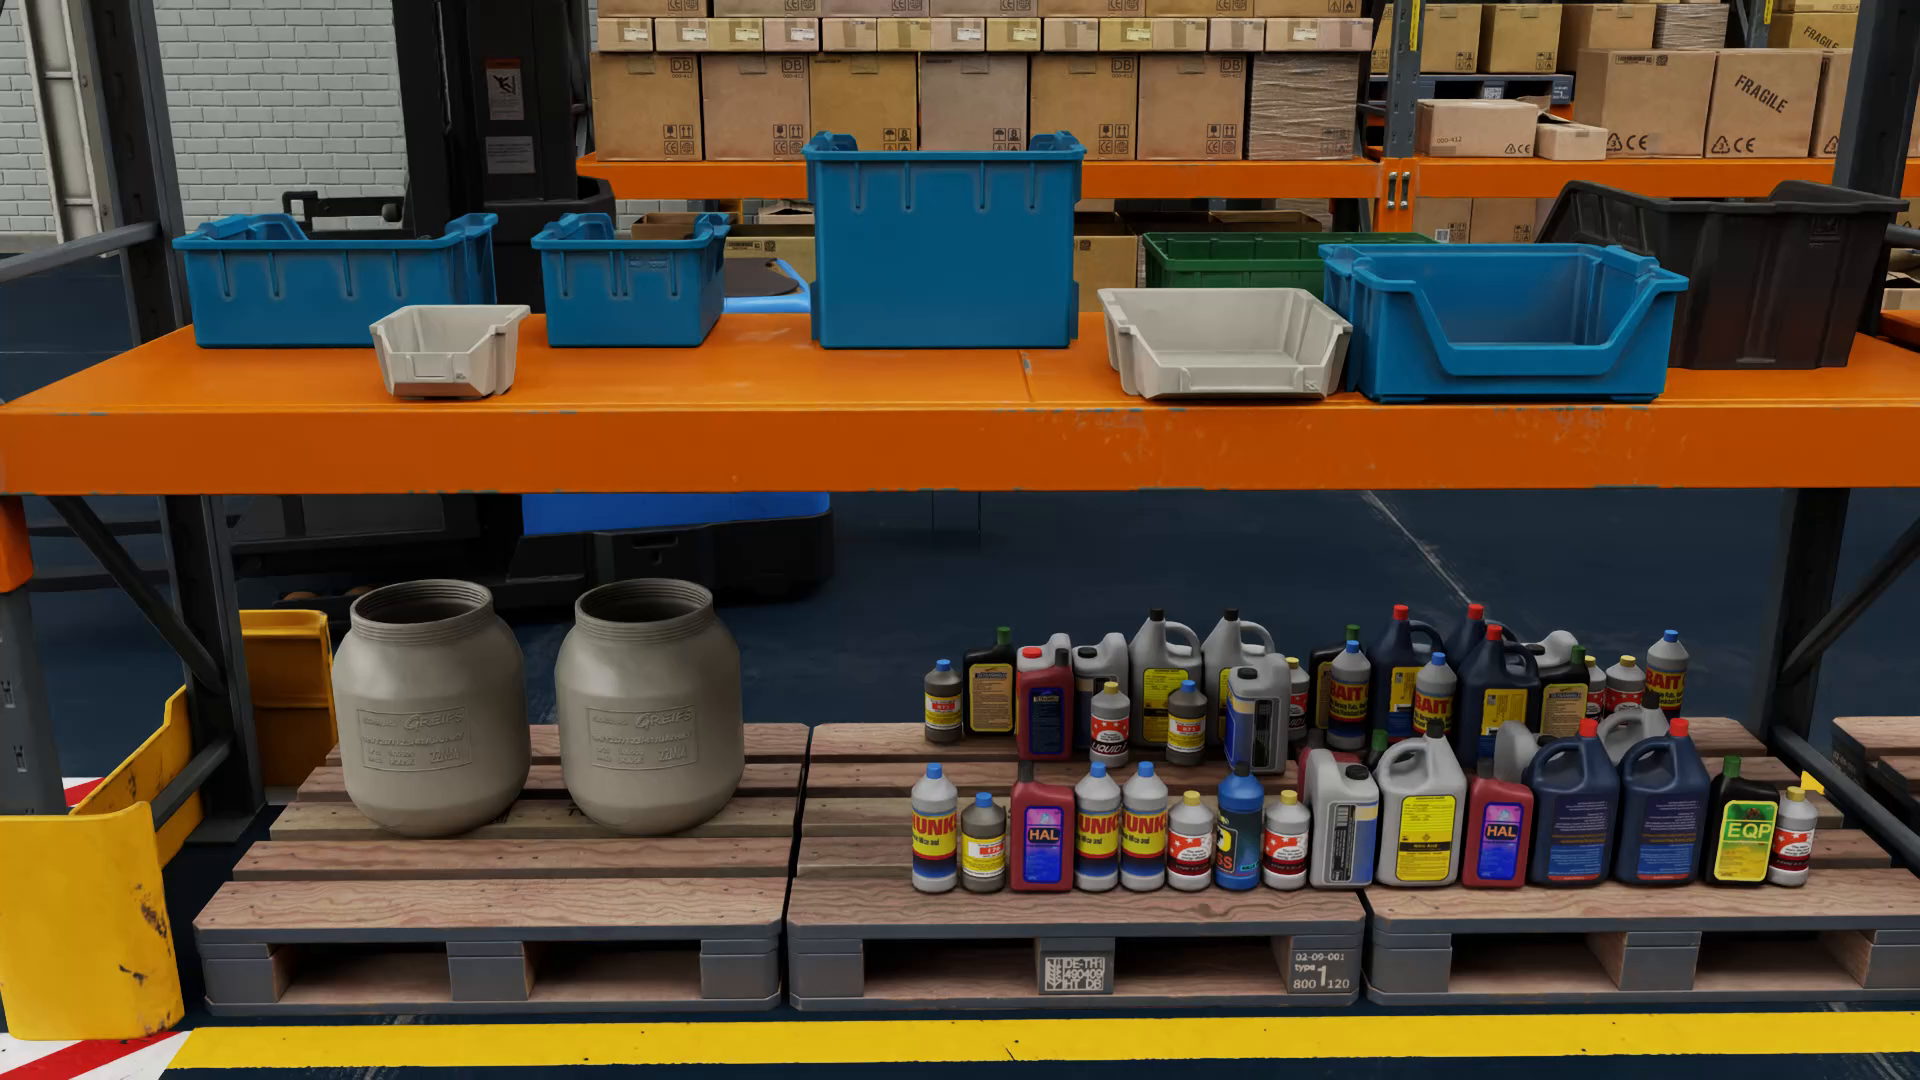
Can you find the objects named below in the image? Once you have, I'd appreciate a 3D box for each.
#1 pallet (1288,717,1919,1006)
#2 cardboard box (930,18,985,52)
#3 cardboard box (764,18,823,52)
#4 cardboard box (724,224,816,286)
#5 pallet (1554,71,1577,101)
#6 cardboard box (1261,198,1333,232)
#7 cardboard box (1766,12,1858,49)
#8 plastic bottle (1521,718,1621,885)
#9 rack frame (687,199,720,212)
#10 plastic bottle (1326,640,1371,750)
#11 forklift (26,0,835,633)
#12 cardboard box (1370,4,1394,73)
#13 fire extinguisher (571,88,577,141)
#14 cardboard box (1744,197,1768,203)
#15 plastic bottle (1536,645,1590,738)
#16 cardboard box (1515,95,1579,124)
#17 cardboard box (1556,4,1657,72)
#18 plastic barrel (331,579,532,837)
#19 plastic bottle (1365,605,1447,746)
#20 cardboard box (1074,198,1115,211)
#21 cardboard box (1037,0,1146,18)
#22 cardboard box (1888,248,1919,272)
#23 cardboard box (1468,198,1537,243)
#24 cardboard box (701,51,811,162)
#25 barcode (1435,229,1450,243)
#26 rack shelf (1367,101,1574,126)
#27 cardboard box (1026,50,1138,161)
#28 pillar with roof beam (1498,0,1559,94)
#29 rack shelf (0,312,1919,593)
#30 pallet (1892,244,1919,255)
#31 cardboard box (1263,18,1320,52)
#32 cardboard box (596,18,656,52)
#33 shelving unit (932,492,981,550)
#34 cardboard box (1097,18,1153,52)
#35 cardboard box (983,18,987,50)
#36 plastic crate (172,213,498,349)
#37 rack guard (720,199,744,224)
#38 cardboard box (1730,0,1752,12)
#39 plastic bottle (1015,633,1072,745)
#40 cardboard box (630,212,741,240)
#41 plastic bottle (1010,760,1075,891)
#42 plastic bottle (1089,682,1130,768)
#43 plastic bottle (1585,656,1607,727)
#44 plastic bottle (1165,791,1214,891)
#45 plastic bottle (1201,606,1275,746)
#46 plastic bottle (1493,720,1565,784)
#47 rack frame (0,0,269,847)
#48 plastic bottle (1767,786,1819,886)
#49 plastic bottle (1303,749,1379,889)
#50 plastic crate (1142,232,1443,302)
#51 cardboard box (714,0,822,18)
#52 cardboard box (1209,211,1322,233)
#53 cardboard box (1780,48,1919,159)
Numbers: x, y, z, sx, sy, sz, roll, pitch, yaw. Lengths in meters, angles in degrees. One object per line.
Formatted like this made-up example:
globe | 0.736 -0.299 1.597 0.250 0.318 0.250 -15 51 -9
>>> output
pallet | 1.456 0.723 3.948 1.213 0.211 1.003 0 18 -1
cardboard box | -0.013 -2.389 7.857 0.250 0.149 0.380 0 18 0
cardboard box | -0.784 -2.385 7.846 0.250 0.149 0.380 -1 18 -2
cardboard box | -0.906 -1.274 8.195 0.500 0.500 0.500 0 18 -1
pallet | 5.260 -3.513 12.902 1.003 0.211 1.213 0 18 -1
cardboard box | 2.708 -2.649 13.266 0.500 0.500 0.700 0 18 1
cardboard box | 6.461 -3.763 12.685 0.500 0.500 0.500 0 18 1
plastic bottle | 1.297 0.549 3.543 0.185 0.351 0.144 -1 18 -4
rack frame | -2.028 -3.602 12.865 0.127 3.000 1.000 0 18 -1
plastic bottle | 0.979 0.385 4.184 0.097 0.271 0.097 0 18 0
forklift | -2.021 -1.234 5.597 3.031 2.935 1.130 -4 18 -13
cardboard box | 3.040 -3.871 12.819 0.500 0.500 0.700 2 18 5
fire extinguisher | -2.071 -2.193 8.601 0.183 0.674 0.296 0 18 -1
cardboard box | 6.709 -2.780 13.135 0.750 0.750 0.750 -1 18 -2
plastic bottle | 1.482 0.399 4.120 0.133 0.283 0.061 0 18 -1
cardboard box | 2.930 -2.104 8.417 0.258 0.266 0.396 -1 18 -2
cardboard box | 4.943 -3.881 12.852 0.500 0.500 0.700 -2 18 -6
plastic barrel | -1.214 0.382 3.831 0.421 0.512 0.421 0 18 0
plastic bottle | 1.126 0.335 4.210 0.185 0.351 0.144 -1 18 -3
cardboard box | 0.935 -2.623 13.186 0.500 0.500 0.500 -2 18 -5
cardboard box | 0.604 -2.764 7.967 0.500 0.500 0.700 0 18 -1
cardboard box | 5.000 -1.367 8.795 0.500 0.311 0.500 -1 18 -2
cardboard box | 4.239 -2.662 13.308 0.500 0.500 0.700 0 18 -1
cardboard box | -0.954 -2.139 8.140 0.500 0.500 0.700 0 18 1
barcode | 2.315 -1.459 7.984 0.075 0.075 0.001 0 18 -1
rack shelf | 3.972 -3.288 13.065 4.000 0.370 1.077 0 18 -1
cardboard box | 0.581 -2.146 8.163 0.500 0.500 0.700 0 18 0
pillar with roof beam | 4.726 -5.440 8.774 0.400 9.000 9.100 0 18 -1
rack shelf | 0.128 -0.243 3.572 4.000 0.370 1.077 0 18 -1
pallet | 7.978 -2.298 13.367 1.213 0.211 1.003 0 18 -1
cardboard box | 1.538 -2.397 7.884 0.250 0.149 0.380 -1 18 -2
cardboard box | -1.550 -2.381 7.835 0.250 0.149 0.380 0 18 -1
shelving unit | -0.014 -0.571 6.364 0.189 1.200 0.258 0 18 -1
cardboard box | 0.768 -2.393 7.873 0.250 0.149 0.380 0 18 -1
cardboard box | 0.233 -2.514 8.248 0.250 0.149 0.380 0 18 -1
plastic crate | -1.376 -0.599 3.747 0.616 0.251 0.499 0 18 -1
rack guard | -1.952 -2.412 13.248 0.348 0.500 1.175 0 18 -1
cardboard box | 6.421 -4.278 13.060 0.500 0.250 0.500 0 18 1
plastic bottle | 0.211 0.376 4.204 0.135 0.276 0.152 0 18 0
cardboard box | -1.414 -1.430 8.681 0.500 0.500 0.500 0 18 -1
plastic bottle | 0.173 0.599 3.497 0.133 0.283 0.061 0 18 0
plastic bottle | 0.370 0.449 4.099 0.097 0.201 0.097 0 18 0
plastic bottle | 1.599 0.396 4.262 0.097 0.201 0.097 0 18 0
plastic bottle | 0.488 0.631 3.531 0.097 0.201 0.097 0 18 0
plastic bottle | 0.701 0.337 4.204 0.185 0.351 0.144 0 18 -1
plastic bottle | 1.269 0.539 3.695 0.135 0.276 0.152 0 18 -1
rack frame | -1.871 -0.576 3.432 0.127 3.000 1.000 0 18 -1
plastic bottle | 1.770 0.625 3.551 0.097 0.201 0.097 0 18 0
plastic bottle | 0.811 0.585 3.551 0.135 0.276 0.152 0 18 0
plastic crate | 0.766 -0.574 3.773 0.662 0.188 0.450 0 18 -1
cardboard box | -0.900 -2.757 7.944 0.500 0.500 0.700 -1 18 -2
cardboard box | 1.585 -1.449 8.741 0.500 0.500 0.500 0 18 -1
cardboard box | 4.376 -2.162 8.213 0.500 0.500 0.500 -1 18 -4
